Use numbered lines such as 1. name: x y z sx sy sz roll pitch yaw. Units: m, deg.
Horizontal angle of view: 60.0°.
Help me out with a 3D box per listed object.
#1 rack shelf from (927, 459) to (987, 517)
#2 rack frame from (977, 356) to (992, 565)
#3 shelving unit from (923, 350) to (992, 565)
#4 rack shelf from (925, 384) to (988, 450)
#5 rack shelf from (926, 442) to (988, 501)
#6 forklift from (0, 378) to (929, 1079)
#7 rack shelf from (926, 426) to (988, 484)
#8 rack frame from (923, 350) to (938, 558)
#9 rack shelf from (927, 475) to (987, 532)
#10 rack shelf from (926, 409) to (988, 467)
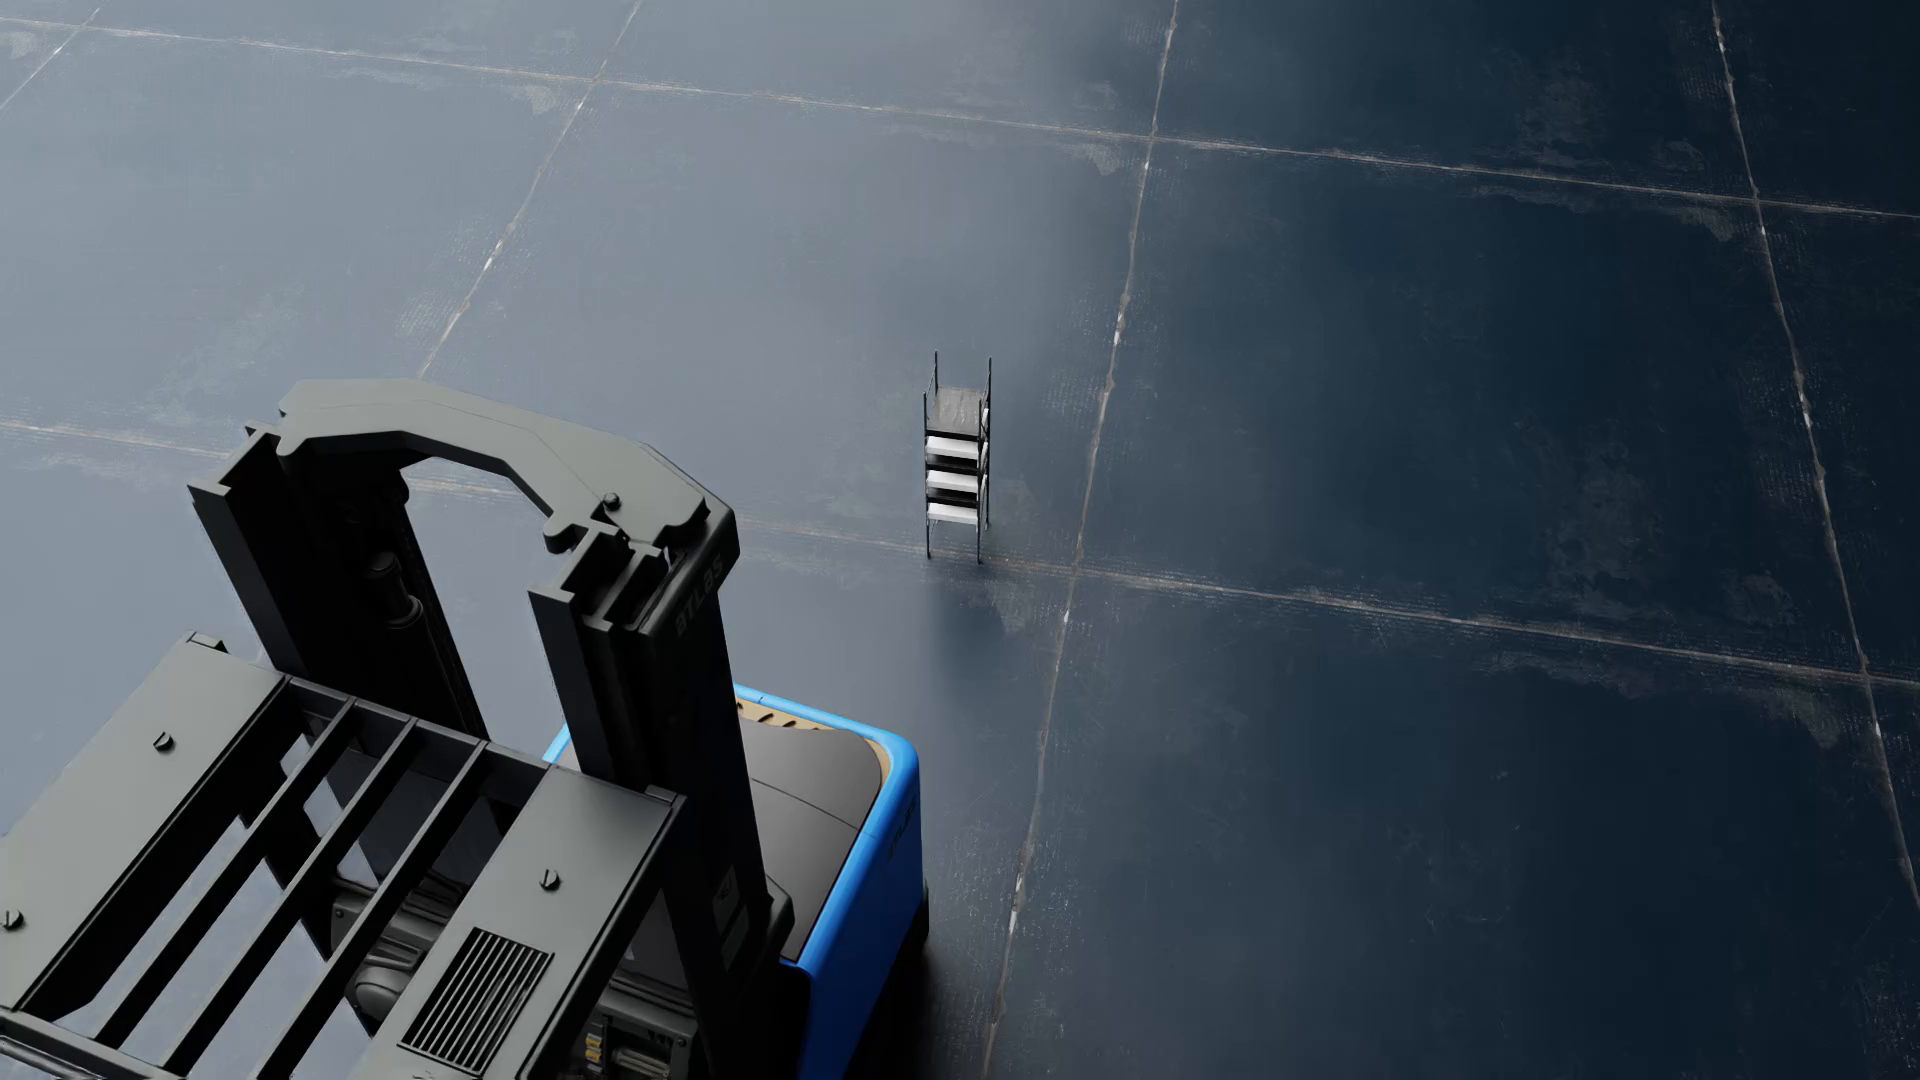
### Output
1. rack shelf: -0.008 -0.219 6.480 0.200 0.077 0.258 8 49 7
2. rack frame: 0.092 -0.288 6.376 0.006 0.900 0.240 8 49 7
3. shelving unit: -0.008 -0.302 6.388 0.210 0.900 0.258 8 49 7
4. rack shelf: -0.008 -0.460 6.212 0.200 0.077 0.258 8 49 7
5. rack shelf: -0.008 -0.280 6.413 0.200 0.077 0.258 8 49 7
6. forklift: -1.100 1.214 3.661 1.130 2.935 3.031 16 50 14
7. rack shelf: -0.008 -0.340 6.346 0.200 0.077 0.258 8 49 7
8. rack frame: -0.108 -0.315 6.400 0.006 0.900 0.240 8 49 7
9. rack shelf: -0.008 -0.159 6.547 0.200 0.077 0.258 8 49 7
10. rack shelf: -0.008 -0.400 6.279 0.200 0.077 0.258 8 49 7
